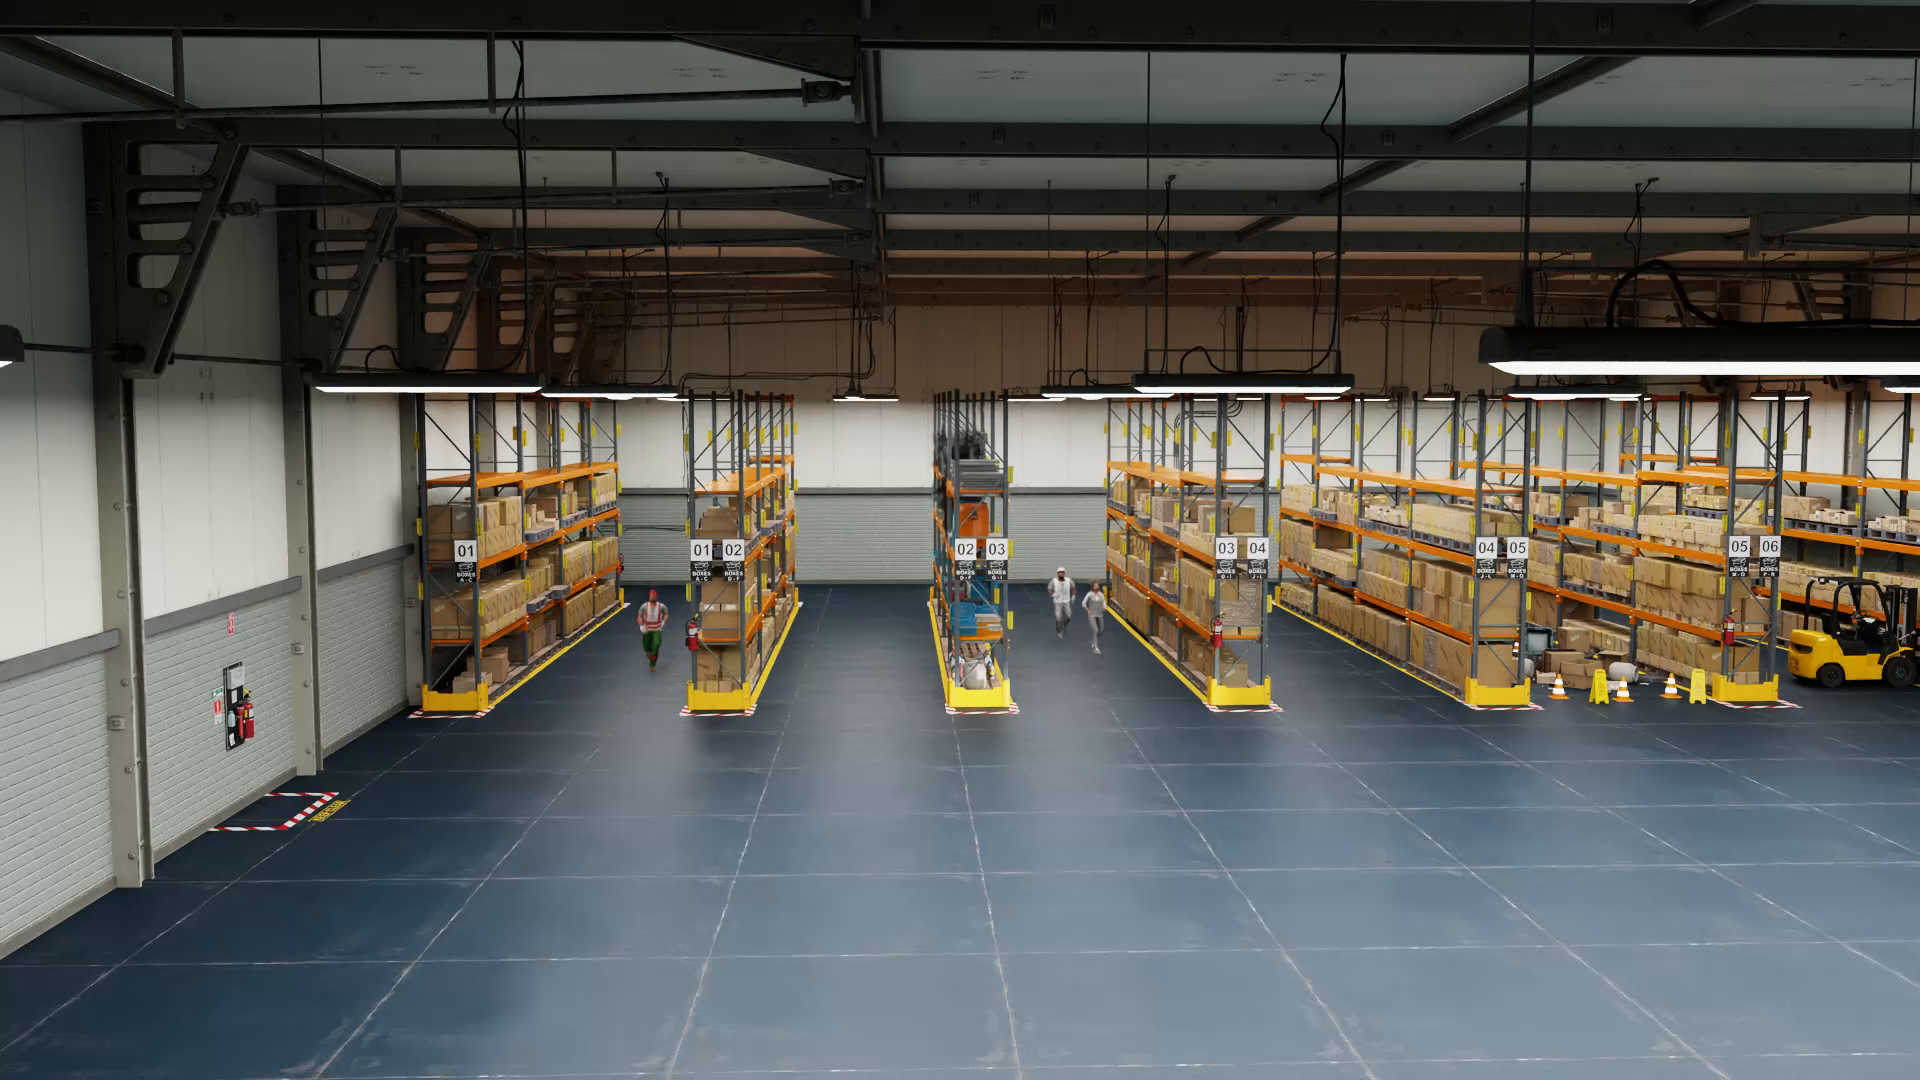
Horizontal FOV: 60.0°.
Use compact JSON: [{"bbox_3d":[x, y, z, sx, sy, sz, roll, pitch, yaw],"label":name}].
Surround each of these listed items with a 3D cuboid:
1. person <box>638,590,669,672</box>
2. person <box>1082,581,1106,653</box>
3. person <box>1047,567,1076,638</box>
[{"bbox_3d":[-6.618,1.937,35.904,0.656,1.720,0.819,0,5,-3],"label":"person"},{"bbox_3d":[2.954,1.679,36.439,0.541,1.562,0.602,-1,5,-15],"label":"person"},{"bbox_3d":[2.484,1.535,40.608,0.719,1.743,0.572,0,5,-5],"label":"person"}]
